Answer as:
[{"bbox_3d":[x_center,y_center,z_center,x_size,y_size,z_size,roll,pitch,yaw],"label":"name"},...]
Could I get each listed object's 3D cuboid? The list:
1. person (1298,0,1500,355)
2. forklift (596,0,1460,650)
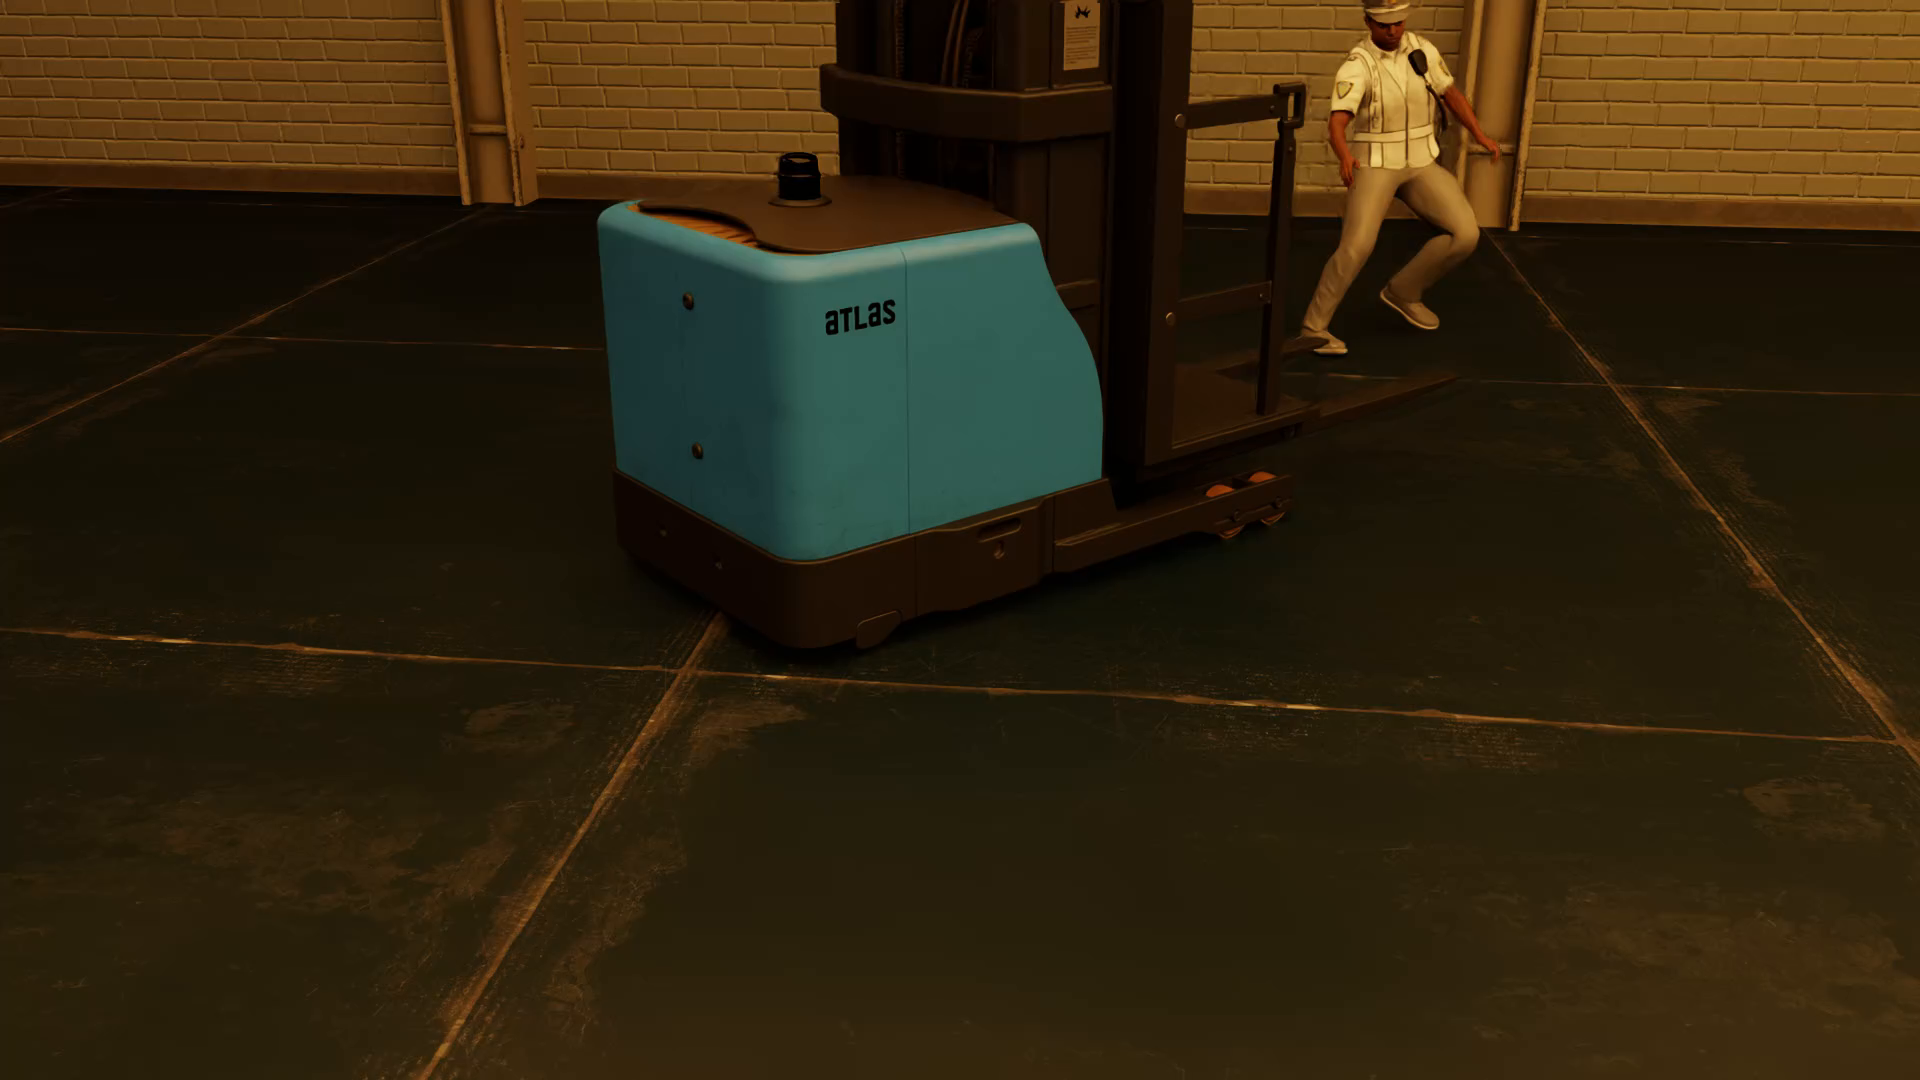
[{"bbox_3d":[1.872,-1.576,7.071,0.779,1.499,0.631,-5,22,-11],"label":"person"},{"bbox_3d":[0.441,-1.502,4.983,3.031,2.935,1.130,-17,27,-35],"label":"forklift"}]
